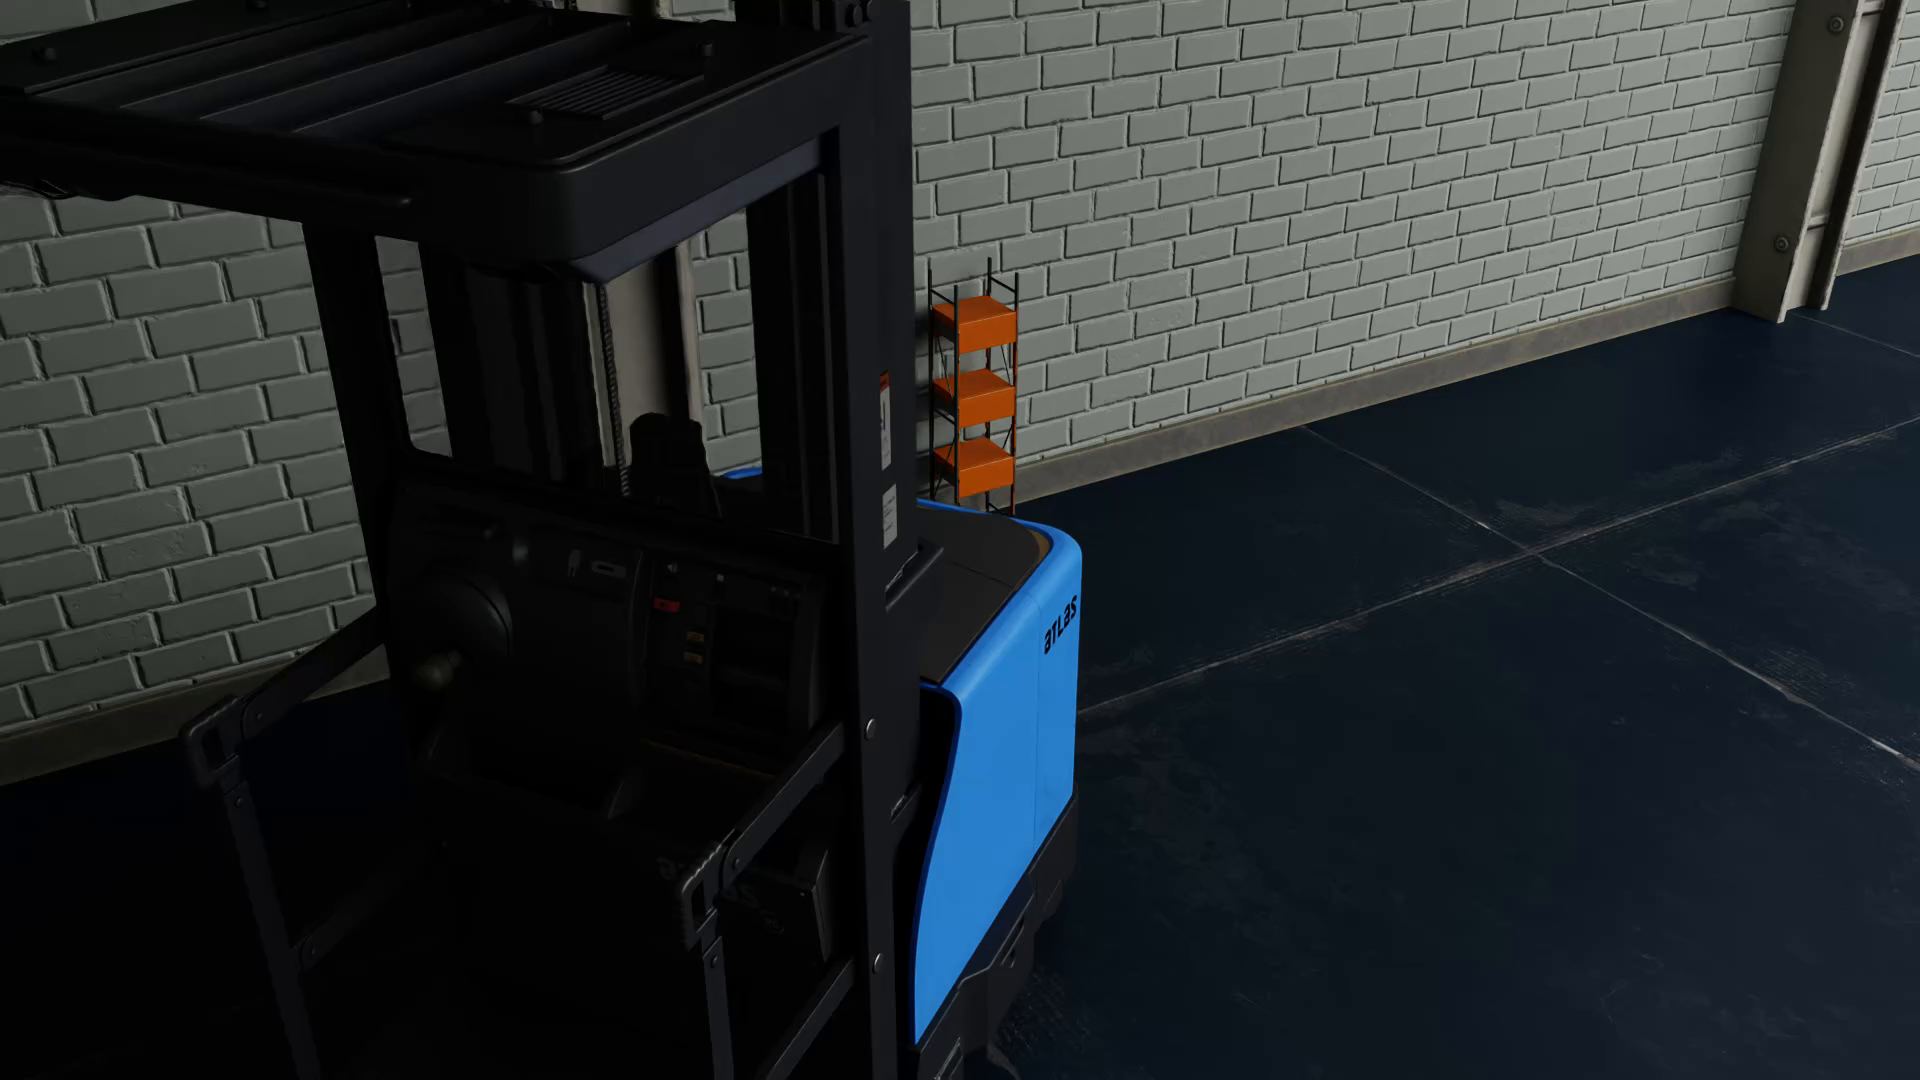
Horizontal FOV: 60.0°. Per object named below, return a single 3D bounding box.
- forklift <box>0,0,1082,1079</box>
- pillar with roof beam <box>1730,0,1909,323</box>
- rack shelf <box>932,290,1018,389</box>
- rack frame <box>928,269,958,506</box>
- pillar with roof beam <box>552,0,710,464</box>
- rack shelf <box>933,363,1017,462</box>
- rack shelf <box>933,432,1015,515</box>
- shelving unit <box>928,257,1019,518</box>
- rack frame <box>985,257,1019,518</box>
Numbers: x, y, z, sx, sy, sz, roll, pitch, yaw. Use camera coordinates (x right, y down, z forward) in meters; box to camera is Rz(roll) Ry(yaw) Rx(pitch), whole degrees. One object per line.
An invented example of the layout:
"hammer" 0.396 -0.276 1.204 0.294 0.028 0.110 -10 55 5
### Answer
"forklift" -0.749 0.188 2.876 1.130 2.935 3.031 12 31 21
"pillar with roof beam" 6.295 -3.326 2.964 0.400 9.000 9.100 -16 33 -26
"rack shelf" 0.046 -0.712 5.888 0.240 0.259 0.215 -16 33 -26
"rack frame" -0.059 -0.443 5.966 0.008 1.050 0.200 -16 33 -26
"pillar with roof beam" 1.122 -1.858 0.303 0.400 9.000 9.100 -16 33 -26
"rack shelf" 0.046 -0.463 6.025 0.240 0.259 0.215 -16 33 -26
"rack shelf" 0.046 -0.220 6.159 0.240 0.259 0.215 -16 33 -26
"shelving unit" 0.046 -0.473 6.020 0.252 1.050 0.215 -16 33 -26
"rack frame" 0.151 -0.503 6.074 0.008 1.050 0.200 -16 33 -26
